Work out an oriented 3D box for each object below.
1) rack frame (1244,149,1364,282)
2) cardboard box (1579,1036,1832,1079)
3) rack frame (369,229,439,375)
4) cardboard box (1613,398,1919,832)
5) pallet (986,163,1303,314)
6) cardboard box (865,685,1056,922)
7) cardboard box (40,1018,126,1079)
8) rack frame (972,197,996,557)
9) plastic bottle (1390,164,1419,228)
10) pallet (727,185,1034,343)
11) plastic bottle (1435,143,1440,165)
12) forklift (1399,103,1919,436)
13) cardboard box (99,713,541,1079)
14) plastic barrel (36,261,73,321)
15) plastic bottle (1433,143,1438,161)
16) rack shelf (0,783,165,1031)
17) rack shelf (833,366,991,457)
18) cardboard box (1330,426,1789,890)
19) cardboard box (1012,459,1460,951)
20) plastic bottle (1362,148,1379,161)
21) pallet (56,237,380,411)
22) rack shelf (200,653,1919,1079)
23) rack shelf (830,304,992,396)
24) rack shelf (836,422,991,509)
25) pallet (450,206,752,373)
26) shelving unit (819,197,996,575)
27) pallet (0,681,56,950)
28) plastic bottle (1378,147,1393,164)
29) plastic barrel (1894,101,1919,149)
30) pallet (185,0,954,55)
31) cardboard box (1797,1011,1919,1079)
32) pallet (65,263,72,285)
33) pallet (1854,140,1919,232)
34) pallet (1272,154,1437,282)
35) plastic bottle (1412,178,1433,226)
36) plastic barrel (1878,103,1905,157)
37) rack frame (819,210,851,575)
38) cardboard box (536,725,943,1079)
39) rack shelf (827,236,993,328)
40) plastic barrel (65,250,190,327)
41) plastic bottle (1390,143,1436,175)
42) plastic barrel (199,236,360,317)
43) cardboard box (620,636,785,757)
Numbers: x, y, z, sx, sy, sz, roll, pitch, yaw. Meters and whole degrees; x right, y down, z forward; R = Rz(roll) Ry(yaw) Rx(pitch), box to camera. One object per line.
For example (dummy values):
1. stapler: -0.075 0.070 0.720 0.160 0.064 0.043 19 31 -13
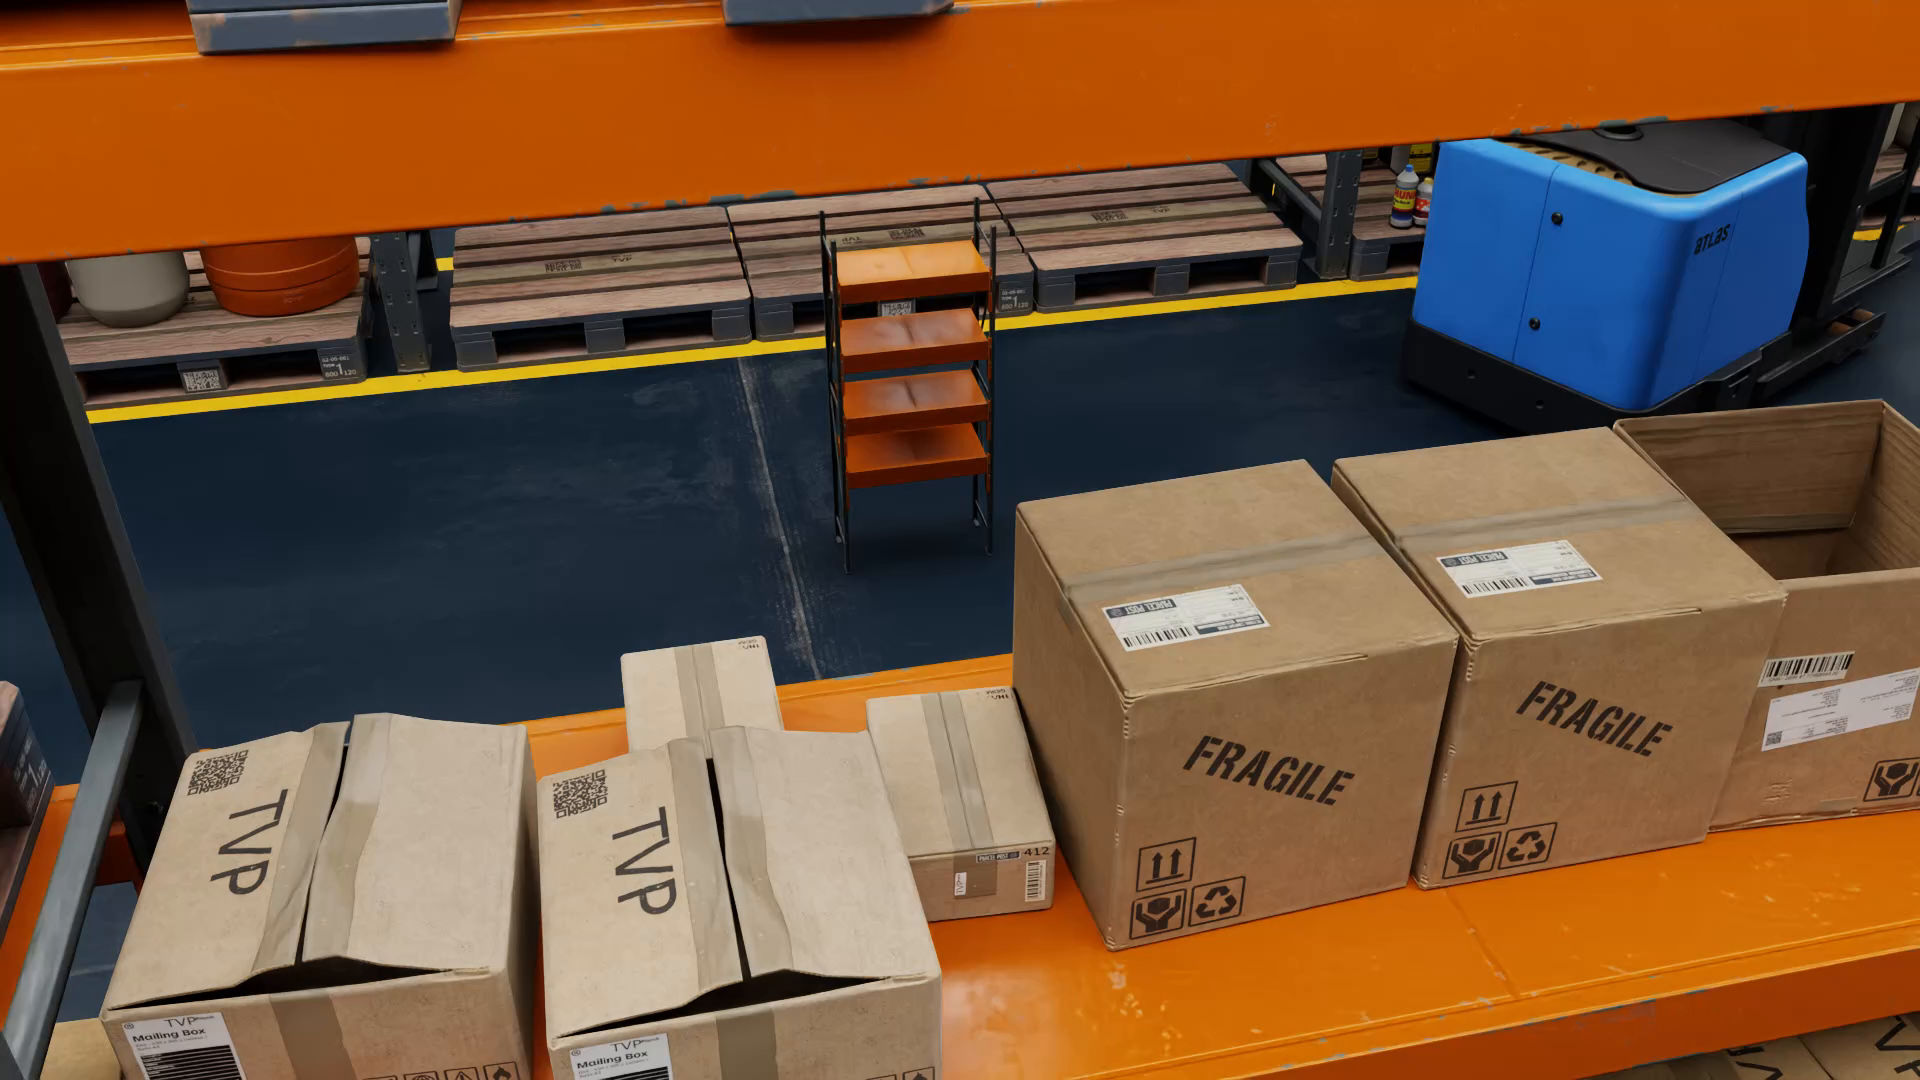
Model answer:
1. rack frame: 1.574 -2.685 7.060 0.127 3.000 1.000 -7 35 -11
2. cardboard box: 1.338 1.075 3.044 0.500 0.311 0.500 -7 35 -11
3. rack frame: -2.327 -2.194 6.327 0.127 3.000 1.000 -7 35 -11
4. cardboard box: 1.397 0.116 2.795 0.500 0.500 0.500 -5 34 -7
5. pallet: 0.817 -1.410 7.661 1.213 0.211 1.003 -7 35 -11
6. cardboard box: -0.007 0.416 2.664 0.250 0.149 0.380 -5 34 -7
7. cardboard box: -1.745 1.255 3.037 0.500 0.500 0.500 -6 34 -9
8. rack frame: 0.077 -0.508 5.430 0.015 1.200 0.240 -7 35 -11
9. plastic bottle: 1.981 -1.536 7.401 0.097 0.271 0.097 0 34 0
10. pallet: -0.376 -1.258 7.435 1.213 0.211 1.003 -7 35 -11
11. plastic bottle: 2.383 -1.919 7.967 0.135 0.276 0.152 -7 35 -11
12. forklift: 3.208 -2.144 6.315 3.031 2.935 1.130 -25 41 -32
13. cardboard box: -0.874 0.515 2.371 0.500 0.311 0.500 -5 34 -8
14. plastic barrel: -3.902 -1.158 6.572 0.708 0.588 0.600 -7 35 -11
15. plastic bottle: 2.326 -2.027 8.062 0.185 0.351 0.144 -9 35 -13
16. rack shelf: -3.189 1.044 2.149 4.000 0.370 1.077 -7 35 -11
17. rack shelf: -0.161 -0.422 5.423 0.480 0.148 0.258 -7 35 -11
18. cardboard box: 0.908 0.178 2.704 0.500 0.500 0.500 -7 35 -10
19. cardboard box: 0.395 0.242 2.607 0.500 0.500 0.500 -9 35 -13
20. plastic bottle: 1.970 -1.979 8.049 0.133 0.283 0.061 -6 34 -8
21. pallet: -3.087 -0.916 6.926 1.213 0.211 1.003 -7 35 -11
22. rack shelf: 0.712 0.552 2.881 4.000 0.370 1.077 -7 35 -11
23. rack shelf: -0.161 -0.608 5.298 0.480 0.148 0.258 -7 35 -11
24. rack shelf: -0.161 -0.257 5.533 0.480 0.148 0.258 -7 35 -11
25. pallet: -1.563 -1.110 7.214 1.213 0.211 1.003 -7 35 -11
26. shelving unit: -0.161 -0.478 5.385 0.503 1.200 0.258 -7 35 -11
27. pallet: -1.884 0.700 2.187 1.003 0.211 1.213 -7 35 -11
28. plastic bottle: 2.139 -2.004 8.027 0.185 0.351 0.144 -8 35 -12
29. plastic barrel: 4.850 -2.196 8.186 0.421 0.512 0.421 0 34 0
30. pallet: -0.596 -0.800 1.728 1.003 0.211 1.213 -6 34 -8
31. cardboard box: 1.825 1.015 3.133 0.500 0.311 0.500 -6 34 -9
32. pallet: -4.275 -0.768 6.705 1.213 0.211 1.003 -7 35 -11
33. pallet: 4.618 -1.887 8.373 1.213 0.211 1.003 -7 35 -11
34. pallet: 2.238 -1.587 7.926 1.213 0.211 1.003 -7 35 -11
35. plastic bottle: 2.081 -1.519 7.439 0.097 0.201 0.097 0 34 0
36. plastic barrel: 4.361 -2.134 8.094 0.421 0.512 0.421 0 34 0
37. rack frame: -0.399 -0.448 5.341 0.015 1.200 0.240 -7 35 -11
38. cardboard box: -0.323 0.531 2.346 0.500 0.311 0.500 -8 35 -11
39. rack shelf: -0.161 -0.804 5.166 0.480 0.148 0.258 -7 35 -11
40. plastic barrel: -3.332 -1.148 6.624 0.421 0.512 0.421 0 34 0
41. plastic bottle: 2.170 -1.926 7.910 0.185 0.351 0.144 -7 35 -11
42. plastic barrel: -2.801 -1.397 6.711 0.708 0.830 0.600 -7 35 -11
43. cardboard box: -0.422 0.343 2.773 0.250 0.149 0.380 -7 35 -11
